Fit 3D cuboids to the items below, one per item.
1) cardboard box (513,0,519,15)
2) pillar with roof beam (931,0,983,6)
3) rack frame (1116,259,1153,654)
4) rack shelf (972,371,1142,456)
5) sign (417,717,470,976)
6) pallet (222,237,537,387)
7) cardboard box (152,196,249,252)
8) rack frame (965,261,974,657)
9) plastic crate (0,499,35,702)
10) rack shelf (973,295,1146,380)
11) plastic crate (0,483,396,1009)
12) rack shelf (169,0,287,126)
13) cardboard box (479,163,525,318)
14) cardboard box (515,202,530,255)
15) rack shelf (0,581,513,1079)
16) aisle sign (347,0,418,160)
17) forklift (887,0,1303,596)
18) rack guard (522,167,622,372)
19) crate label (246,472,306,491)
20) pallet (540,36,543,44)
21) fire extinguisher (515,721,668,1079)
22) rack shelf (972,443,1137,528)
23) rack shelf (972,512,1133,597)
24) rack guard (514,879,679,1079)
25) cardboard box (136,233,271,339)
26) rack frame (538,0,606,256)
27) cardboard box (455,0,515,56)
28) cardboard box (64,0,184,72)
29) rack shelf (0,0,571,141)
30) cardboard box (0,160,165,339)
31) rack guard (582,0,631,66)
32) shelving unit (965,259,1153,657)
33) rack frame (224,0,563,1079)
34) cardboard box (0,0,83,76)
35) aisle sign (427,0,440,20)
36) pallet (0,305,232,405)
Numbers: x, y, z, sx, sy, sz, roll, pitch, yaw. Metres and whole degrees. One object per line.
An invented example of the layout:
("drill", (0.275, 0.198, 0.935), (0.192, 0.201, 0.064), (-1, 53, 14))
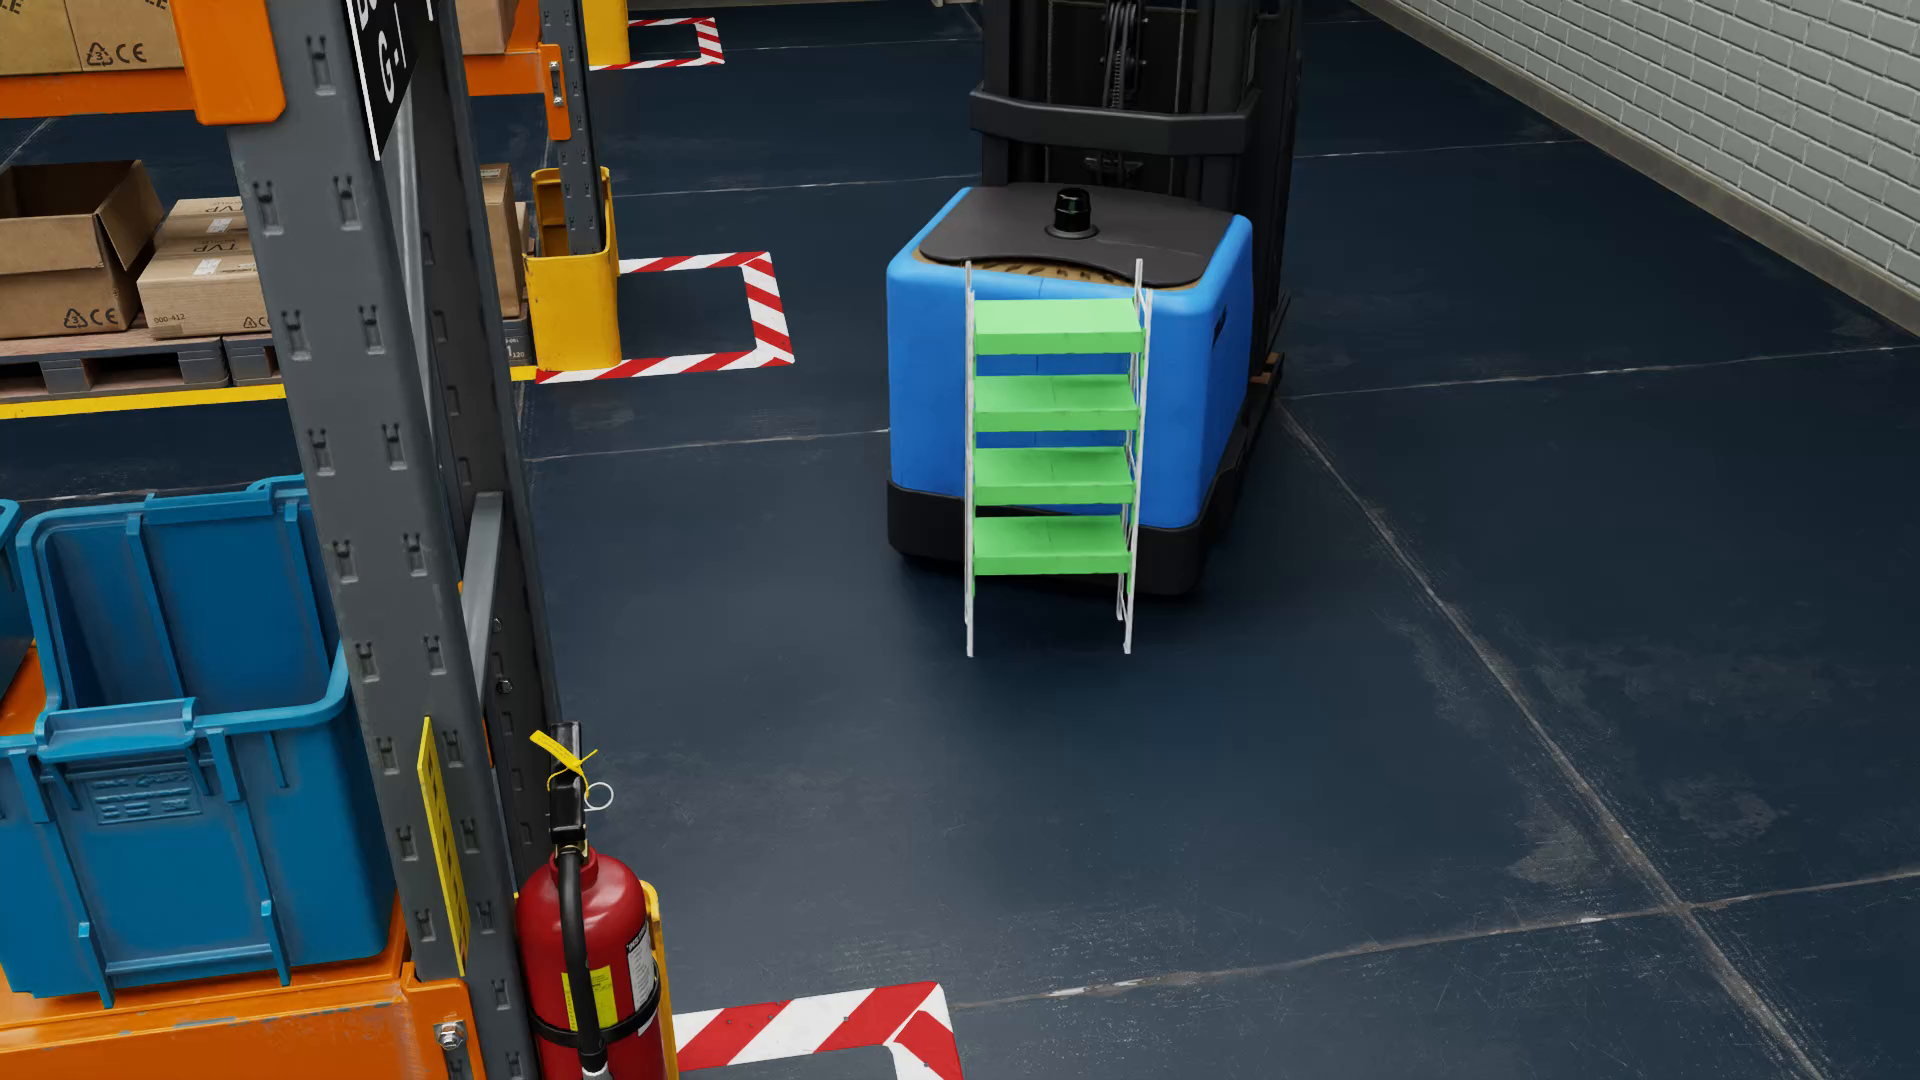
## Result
("cardboard box", (-2.106, -2.435, 6.833), (0.500, 0.500, 0.500), (-5, 31, -8))
("pillar with roof beam", (0.758, -5.888, 6.885), (0.400, 9.000, 9.100), (-5, 31, -9))
("rack frame", (0.515, -0.224, 4.947), (0.015, 1.200, 0.240), (-1, 30, -2))
("rack shelf", (0.271, -0.371, 4.851), (0.480, 0.148, 0.258), (-1, 30, -2))
("sign", (-0.618, 0.372, 1.998), (0.005, 0.325, 0.100), (-5, 31, -9))
("pallet", (-2.480, -1.019, 7.274), (1.213, 0.211, 1.003), (-5, 31, -9))
("cardboard box", (-3.191, -1.306, 7.290), (0.500, 0.250, 0.500), (-5, 31, -9))
("rack frame", (0.027, -0.216, 4.933), (0.015, 1.200, 0.240), (-1, 30, -2))
("plastic crate", (-1.683, 0.134, 2.669), (0.300, 0.233, 0.416), (-5, 31, -9))
("rack shelf", (0.271, -0.578, 4.729), (0.480, 0.148, 0.258), (-1, 30, -2))
("plastic crate", (-1.029, 0.252, 2.269), (0.499, 0.435, 0.616), (-5, 31, -9))
("rack shelf", (-2.700, -0.631, 1.615), (4.000, 0.370, 1.077), (-5, 31, -9))
("cardboard box", (-2.112, -1.241, 6.933), (0.500, 0.500, 0.500), (-5, 31, -9))
("cardboard box", (-2.095, -1.395, 7.541), (0.250, 0.149, 0.380), (-5, 31, -9))
("rack shelf", (-2.700, 0.662, 2.375), (4.000, 0.370, 1.077), (-5, 31, -9))
("aisle sign", (-0.610, -0.812, 1.607), (0.004, 0.787, 0.394), (-5, 31, -9))
("forklift", (0.689, -1.821, 5.956), (1.130, 2.935, 3.031), (9, 32, 15))
("rack guard", (-1.696, -1.216, 7.326), (0.348, 0.500, 1.175), (-5, 31, -9))
("crate label", (-1.035, 0.074, 2.771), (0.303, 0.233, 0.416), (-5, 31, -9))
("pallet", (-3.290, -3.456, 11.420), (1.213, 0.211, 1.003), (-5, 31, -9))
("fire extinguisher", (-0.503, 0.576, 2.255), (0.183, 0.674, 0.296), (-5, 31, -9))
("rack shelf", (0.271, -0.165, 4.972), (0.480, 0.148, 0.258), (-1, 30, -2))
("rack shelf", (0.271, 0.042, 5.094), (0.480, 0.148, 0.258), (-1, 30, -2))
("rack guard", (-0.712, 1.238, 3.151), (0.348, 0.500, 1.175), (-5, 31, -9))
("cardboard box", (-3.052, -1.061, 6.874), (0.500, 0.250, 0.500), (-5, 31, -9))
("rack frame", (-1.622, -2.301, 6.704), (0.127, 3.000, 1.000), (-5, 31, -9))
("cardboard box", (-2.013, -2.167, 6.378), (0.500, 0.500, 0.500), (-4, 31, -7))
("cardboard box", (-3.015, -2.075, 6.222), (0.500, 0.500, 0.500), (-5, 31, -9))
("rack shelf", (-3.589, -1.808, 6.576), (4.000, 0.370, 1.077), (-5, 31, -9))
("cardboard box", (-3.709, -1.223, 6.900), (0.637, 0.503, 0.797), (-5, 31, -9))
("rack guard", (-2.494, -3.695, 11.541), (0.348, 0.500, 1.175), (-5, 31, -9))
("shelving unit", (0.271, -0.220, 4.940), (0.503, 1.200, 0.258), (-1, 30, -2))
("rack frame", (-0.733, 0.171, 2.500), (0.053, 2.616, 0.949), (-5, 31, -9))
("cardboard box", (-3.510, -2.030, 6.144), (0.500, 0.500, 0.500), (-6, 31, -10))
("aisle sign", (-0.716, -1.106, 2.107), (0.004, 0.787, 0.394), (-5, 31, -9))
("pallet", (-3.678, -0.909, 7.088), (1.213, 0.211, 1.003), (-5, 31, -9))
